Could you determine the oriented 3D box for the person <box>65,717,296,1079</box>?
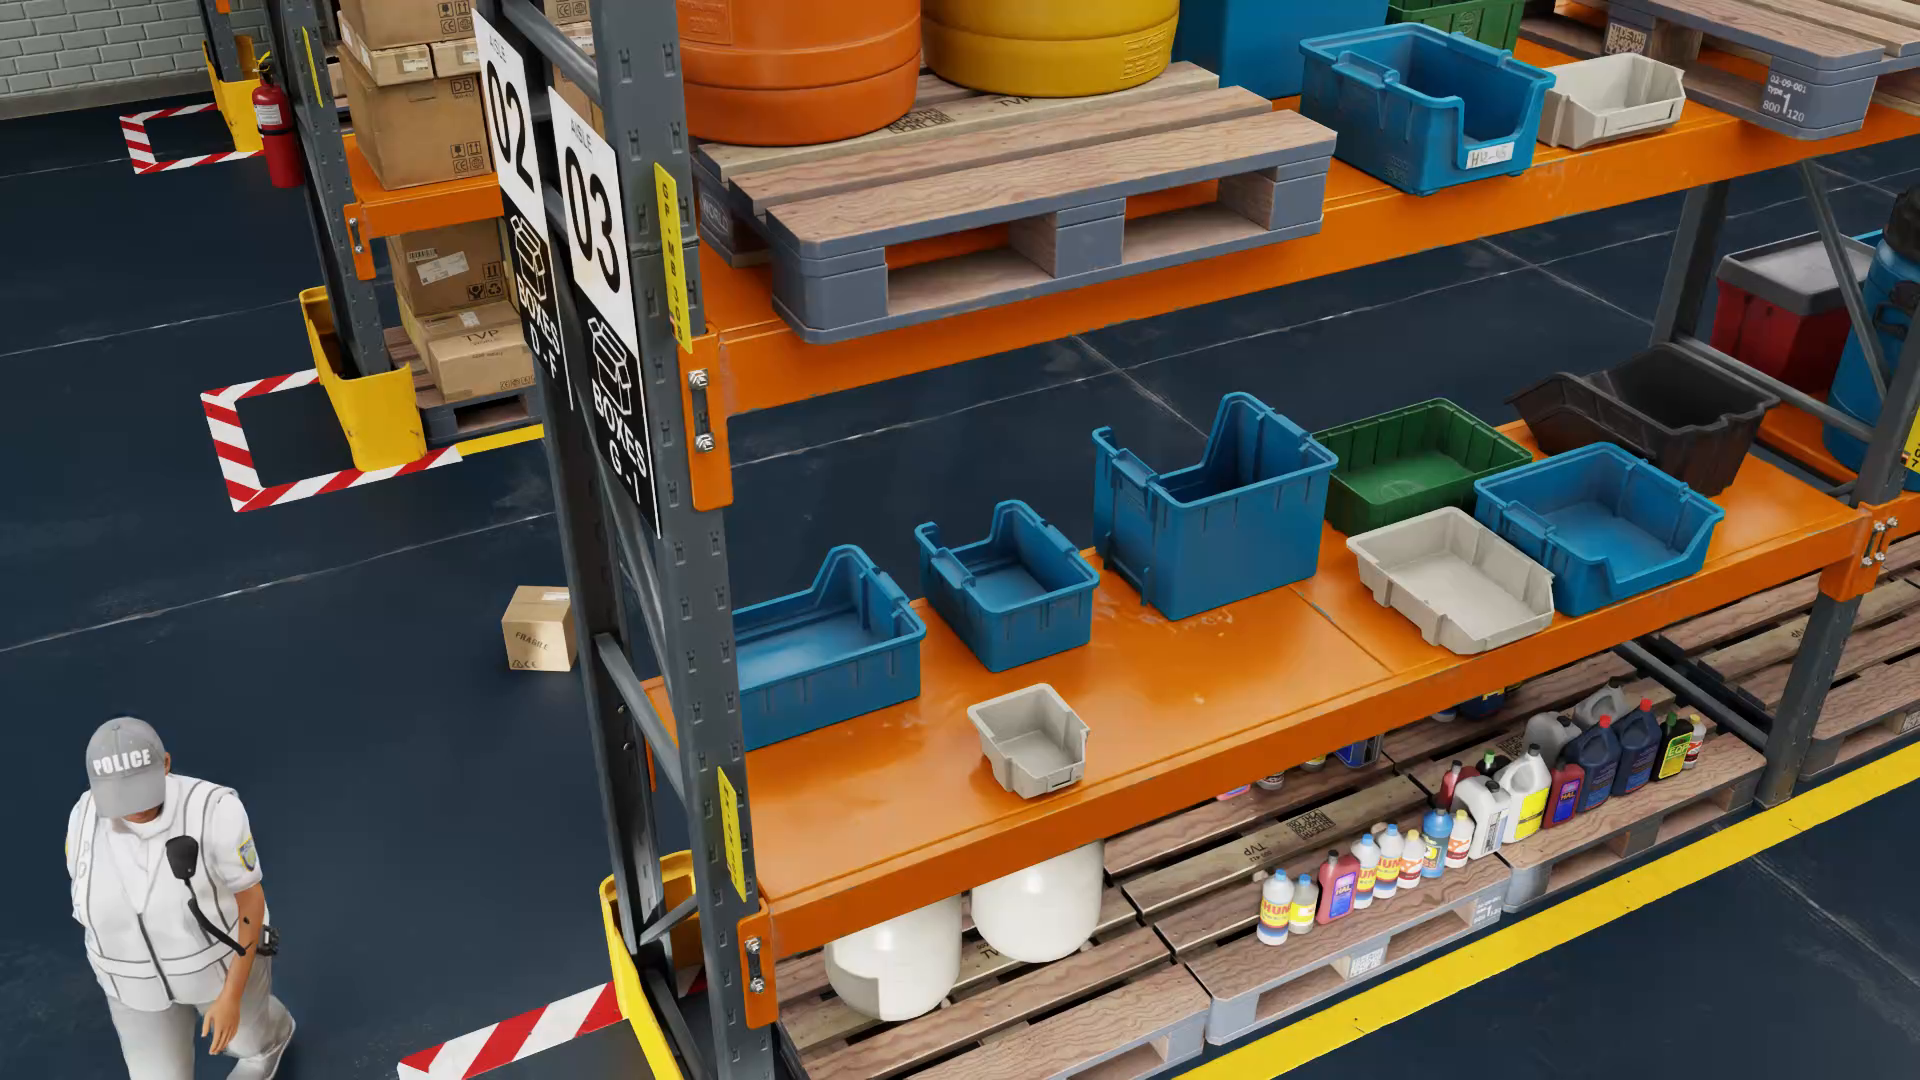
[{"bbox_3d":[-2.079,1.143,4.402,0.556,1.609,0.945,-6,34,-9],"label":"person"}]
